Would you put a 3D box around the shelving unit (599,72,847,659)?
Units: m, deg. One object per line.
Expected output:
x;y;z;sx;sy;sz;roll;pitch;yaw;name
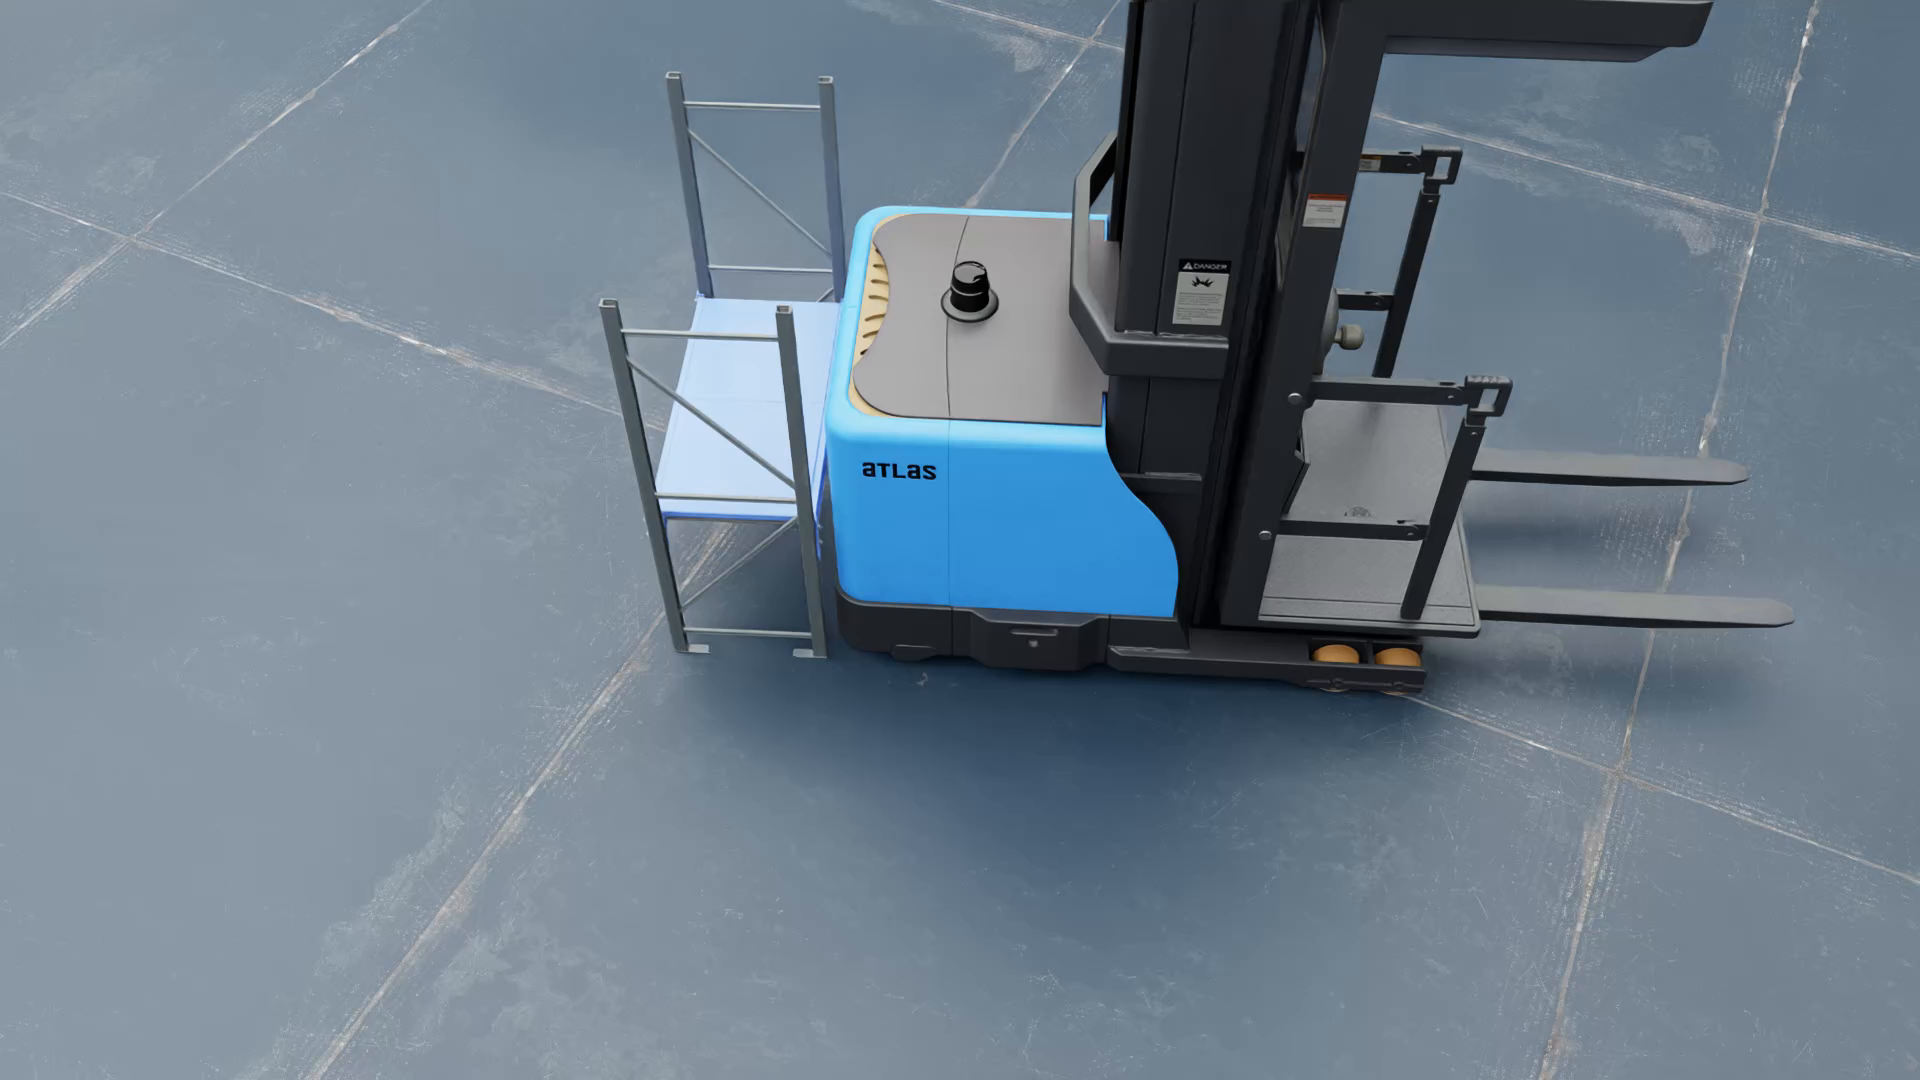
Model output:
-0.655;-0.506;5.196;0.538;1.500;1.048;2;50;2;shelving unit

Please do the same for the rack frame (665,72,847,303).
-0.628;-0.893;5.525;0.500;1.500;0.032;2;50;2;rack frame

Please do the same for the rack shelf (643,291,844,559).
-0.655;-0.390;5.333;0.538;0.185;1.000;2;50;2;rack shelf

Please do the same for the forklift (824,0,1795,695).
1.143;-0.875;4.570;3.031;2.935;1.130;3;50;2;forklift

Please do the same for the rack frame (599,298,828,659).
-0.683;-0.120;4.867;0.500;1.500;0.032;2;50;2;rack frame
